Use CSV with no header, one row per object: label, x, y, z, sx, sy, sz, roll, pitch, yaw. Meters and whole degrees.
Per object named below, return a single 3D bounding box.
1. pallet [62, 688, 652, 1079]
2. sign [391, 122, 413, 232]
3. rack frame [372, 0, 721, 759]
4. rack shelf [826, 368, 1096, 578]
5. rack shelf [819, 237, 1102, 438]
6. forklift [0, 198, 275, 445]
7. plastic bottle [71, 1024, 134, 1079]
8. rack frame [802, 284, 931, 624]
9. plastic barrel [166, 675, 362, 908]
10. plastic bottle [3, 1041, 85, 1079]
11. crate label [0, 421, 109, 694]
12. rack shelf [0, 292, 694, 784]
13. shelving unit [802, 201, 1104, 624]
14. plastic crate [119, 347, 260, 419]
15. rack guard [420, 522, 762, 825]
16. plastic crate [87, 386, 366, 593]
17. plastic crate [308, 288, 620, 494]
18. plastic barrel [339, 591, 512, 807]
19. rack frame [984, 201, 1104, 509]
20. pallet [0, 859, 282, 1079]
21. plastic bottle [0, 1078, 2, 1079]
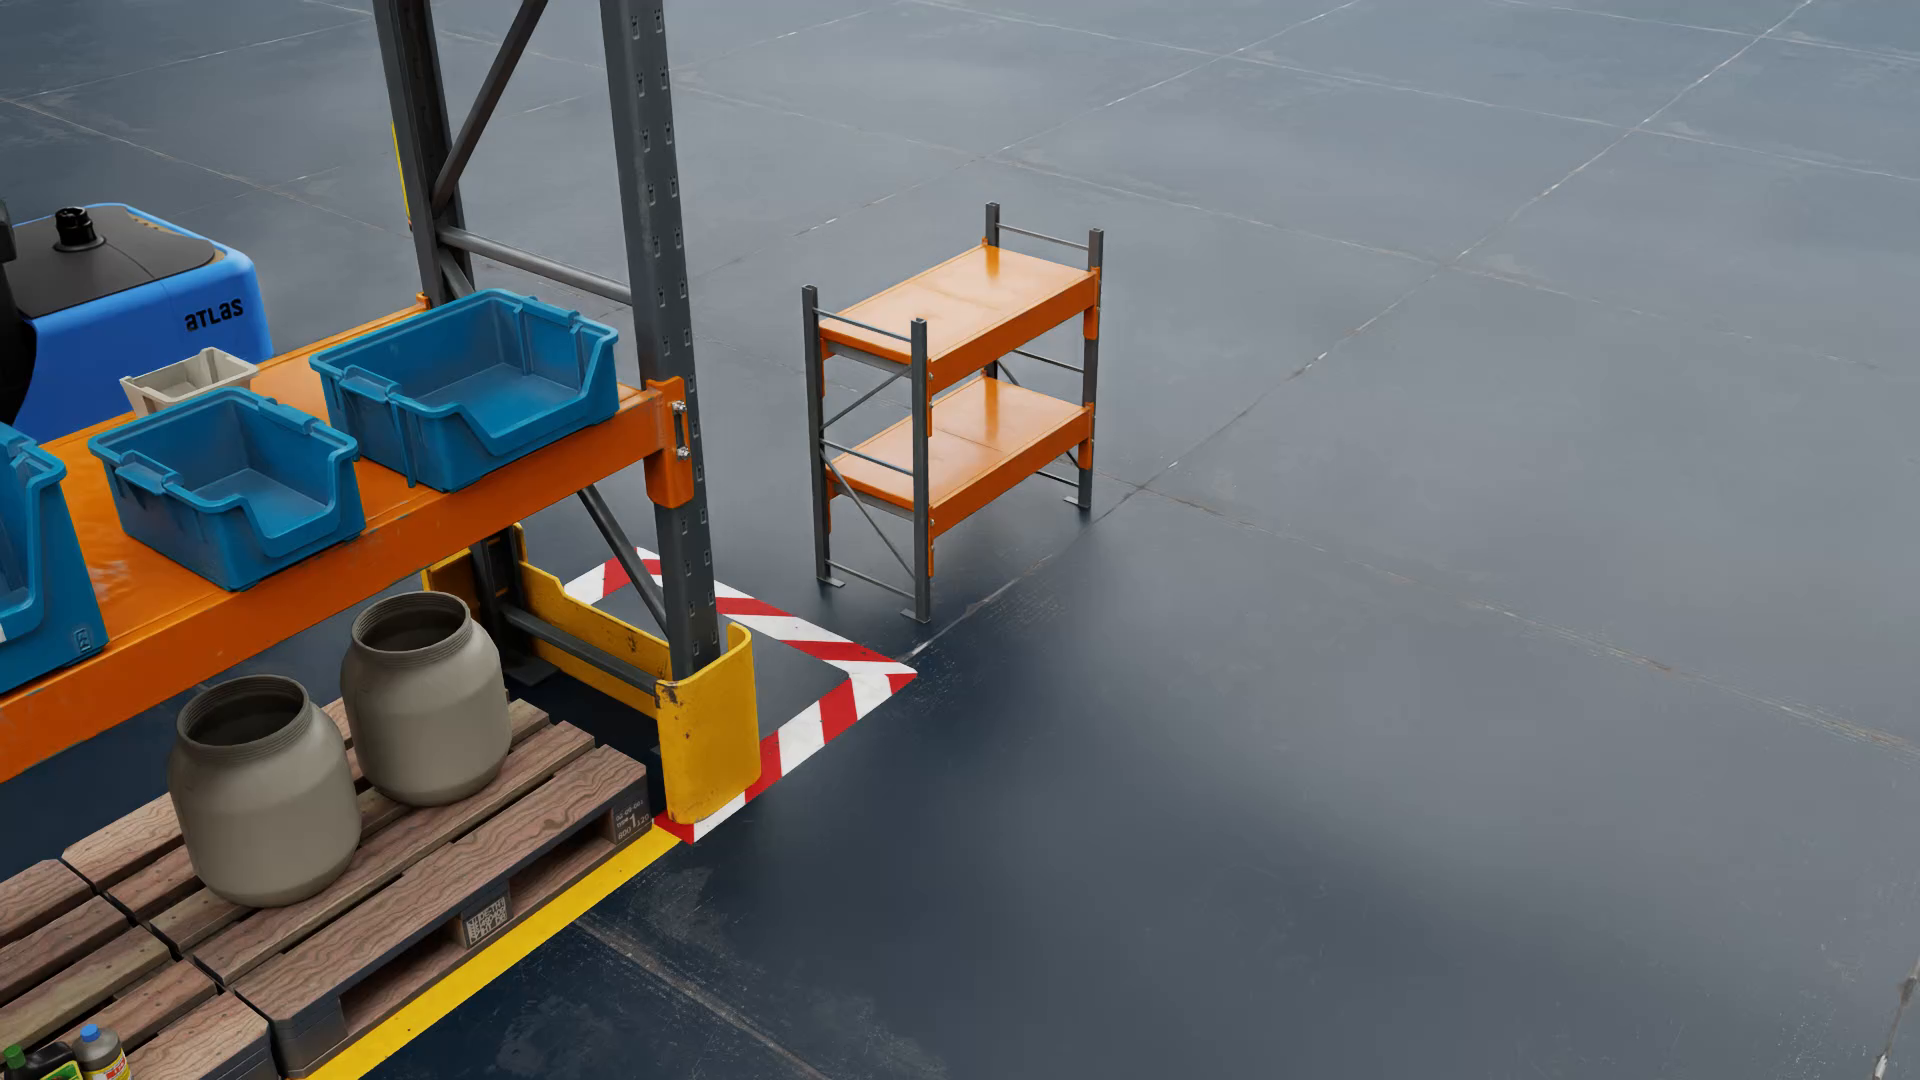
pallet,-1.641,0.832,4.640,1.003,0.211,1.213,21,37,31
sign,-1.574,-1.032,4.778,0.100,0.325,0.005,21,37,31
rack frame,-1.138,-0.742,4.560,1.000,3.000,0.127,21,37,31
rack shelf,-0.004,-0.271,6.083,0.538,0.278,1.000,21,37,31
rack shelf,-0.004,-0.733,5.809,0.538,0.278,1.000,21,37,31
forklift,-3.785,-0.903,4.898,1.130,2.935,3.031,22,37,33
plastic bottle,-1.898,1.154,3.674,0.097,0.201,0.097,0,31,0
rack frame,-0.311,-0.275,5.610,0.500,1.125,0.032,21,37,31
plastic barrel,-1.777,0.642,4.252,0.421,0.512,0.421,0,31,0
plastic bottle,-1.954,1.172,3.563,0.061,0.283,0.133,22,37,32
crate label,-2.034,0.074,3.148,0.502,0.435,0.616,21,37,31
rack shelf,-2.346,0.381,3.371,1.077,0.370,4.000,21,37,31
shelving unit,-0.004,-0.481,5.959,0.538,1.125,1.048,21,37,31
plastic crate,-1.935,-0.364,4.180,0.298,0.136,0.250,21,37,31
rack guard,-1.147,0.379,5.120,1.175,0.500,0.348,21,37,31
plastic crate,-1.599,-0.120,3.657,0.499,0.251,0.408,21,37,31
plastic crate,-1.202,-0.382,4.099,0.499,0.251,0.616,21,37,31
plastic barrel,-1.475,0.439,4.596,0.421,0.512,0.421,0,31,0
rack frame,0.303,-0.688,6.307,0.500,1.125,0.032,21,37,31
pallet,-2.378,1.325,3.807,1.003,0.211,1.213,21,37,31
plastic bottle,-2.072,1.216,3.496,0.152,0.276,0.135,21,37,32
